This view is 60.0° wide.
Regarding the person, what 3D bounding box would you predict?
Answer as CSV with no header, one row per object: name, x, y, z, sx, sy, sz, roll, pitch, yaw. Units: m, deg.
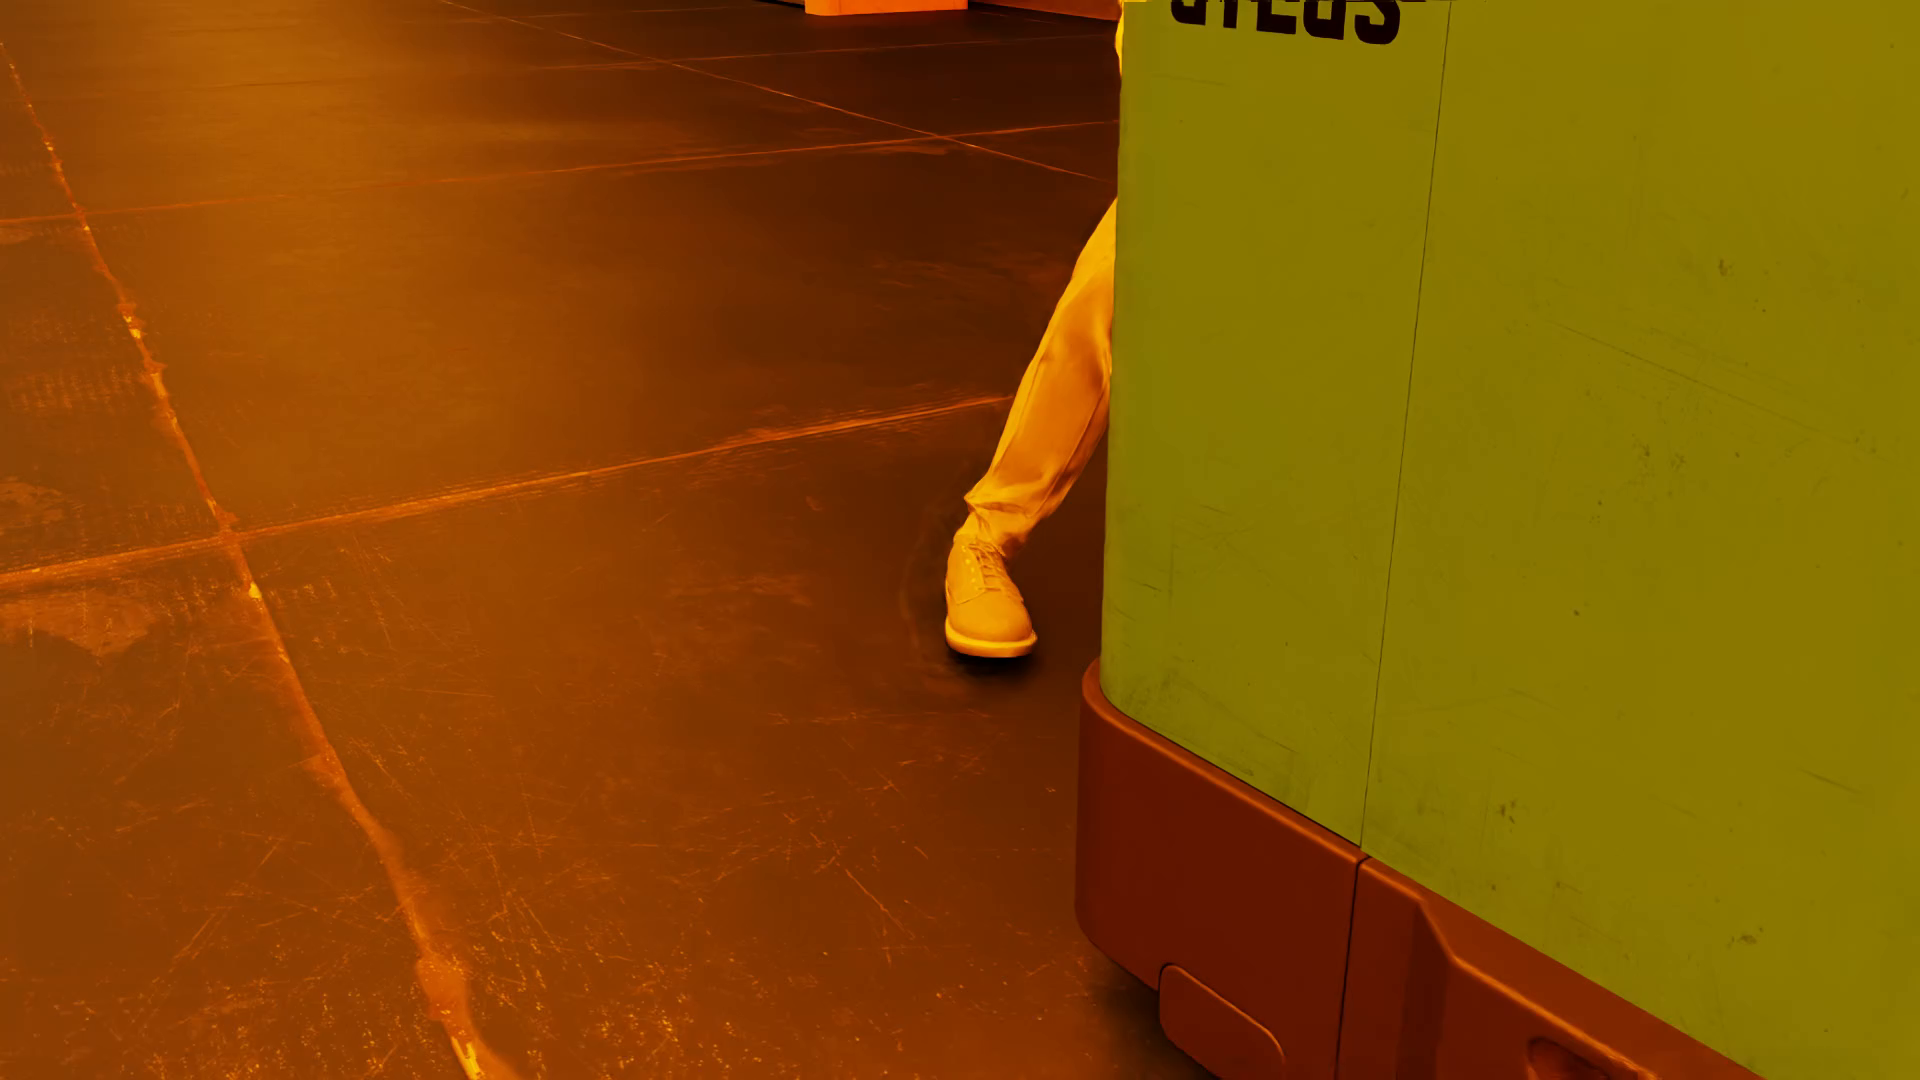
person,0.571,-0.613,2.212,1.093,1.499,0.937,6,23,14

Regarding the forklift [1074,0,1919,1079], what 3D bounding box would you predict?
forklift,1.396,-0.604,0.246,1.130,2.935,3.031,-16,27,-34
